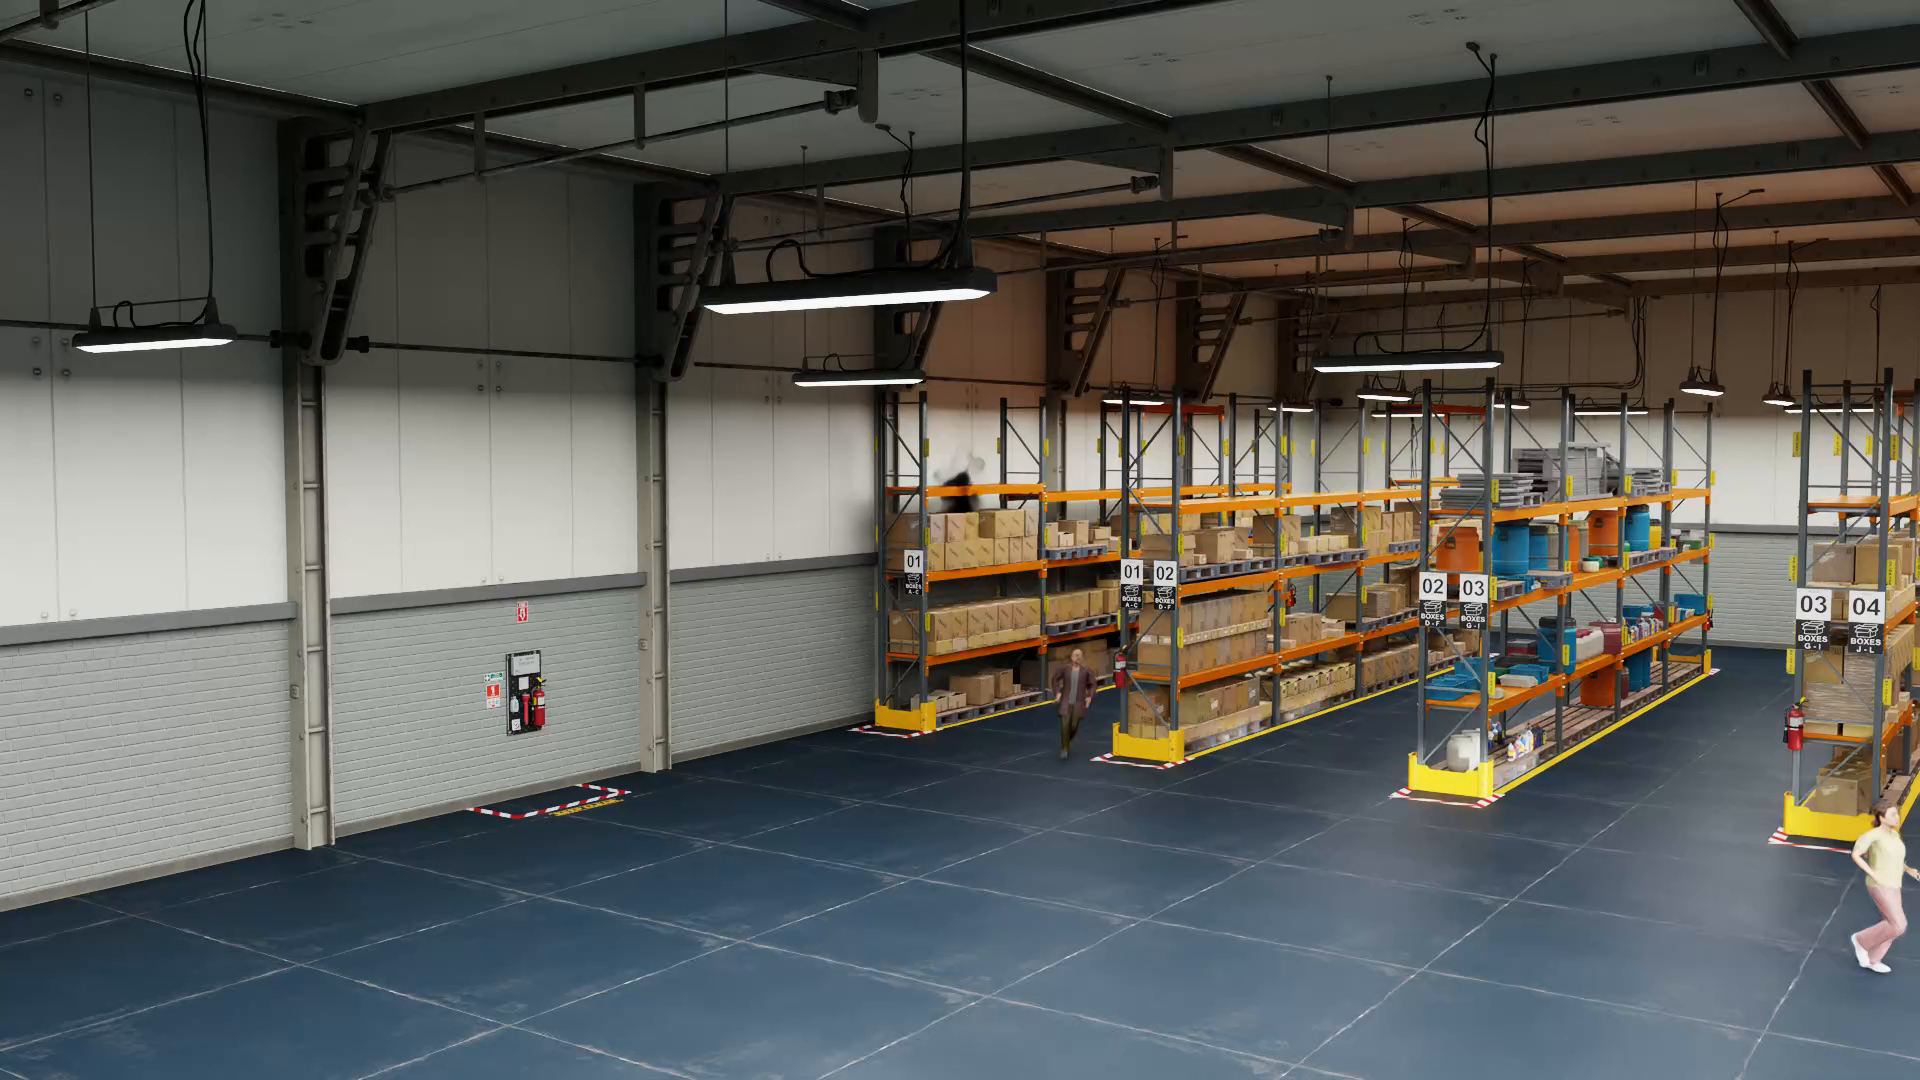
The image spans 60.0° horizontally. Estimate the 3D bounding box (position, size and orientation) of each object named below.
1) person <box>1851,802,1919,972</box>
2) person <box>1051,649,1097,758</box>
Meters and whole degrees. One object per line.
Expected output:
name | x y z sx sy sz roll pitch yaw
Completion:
person | 8.808 3.302 15.807 0.556 1.626 0.523 -2 4 -31
person | 1.853 2.646 27.052 0.762 1.735 0.607 0 3 5
